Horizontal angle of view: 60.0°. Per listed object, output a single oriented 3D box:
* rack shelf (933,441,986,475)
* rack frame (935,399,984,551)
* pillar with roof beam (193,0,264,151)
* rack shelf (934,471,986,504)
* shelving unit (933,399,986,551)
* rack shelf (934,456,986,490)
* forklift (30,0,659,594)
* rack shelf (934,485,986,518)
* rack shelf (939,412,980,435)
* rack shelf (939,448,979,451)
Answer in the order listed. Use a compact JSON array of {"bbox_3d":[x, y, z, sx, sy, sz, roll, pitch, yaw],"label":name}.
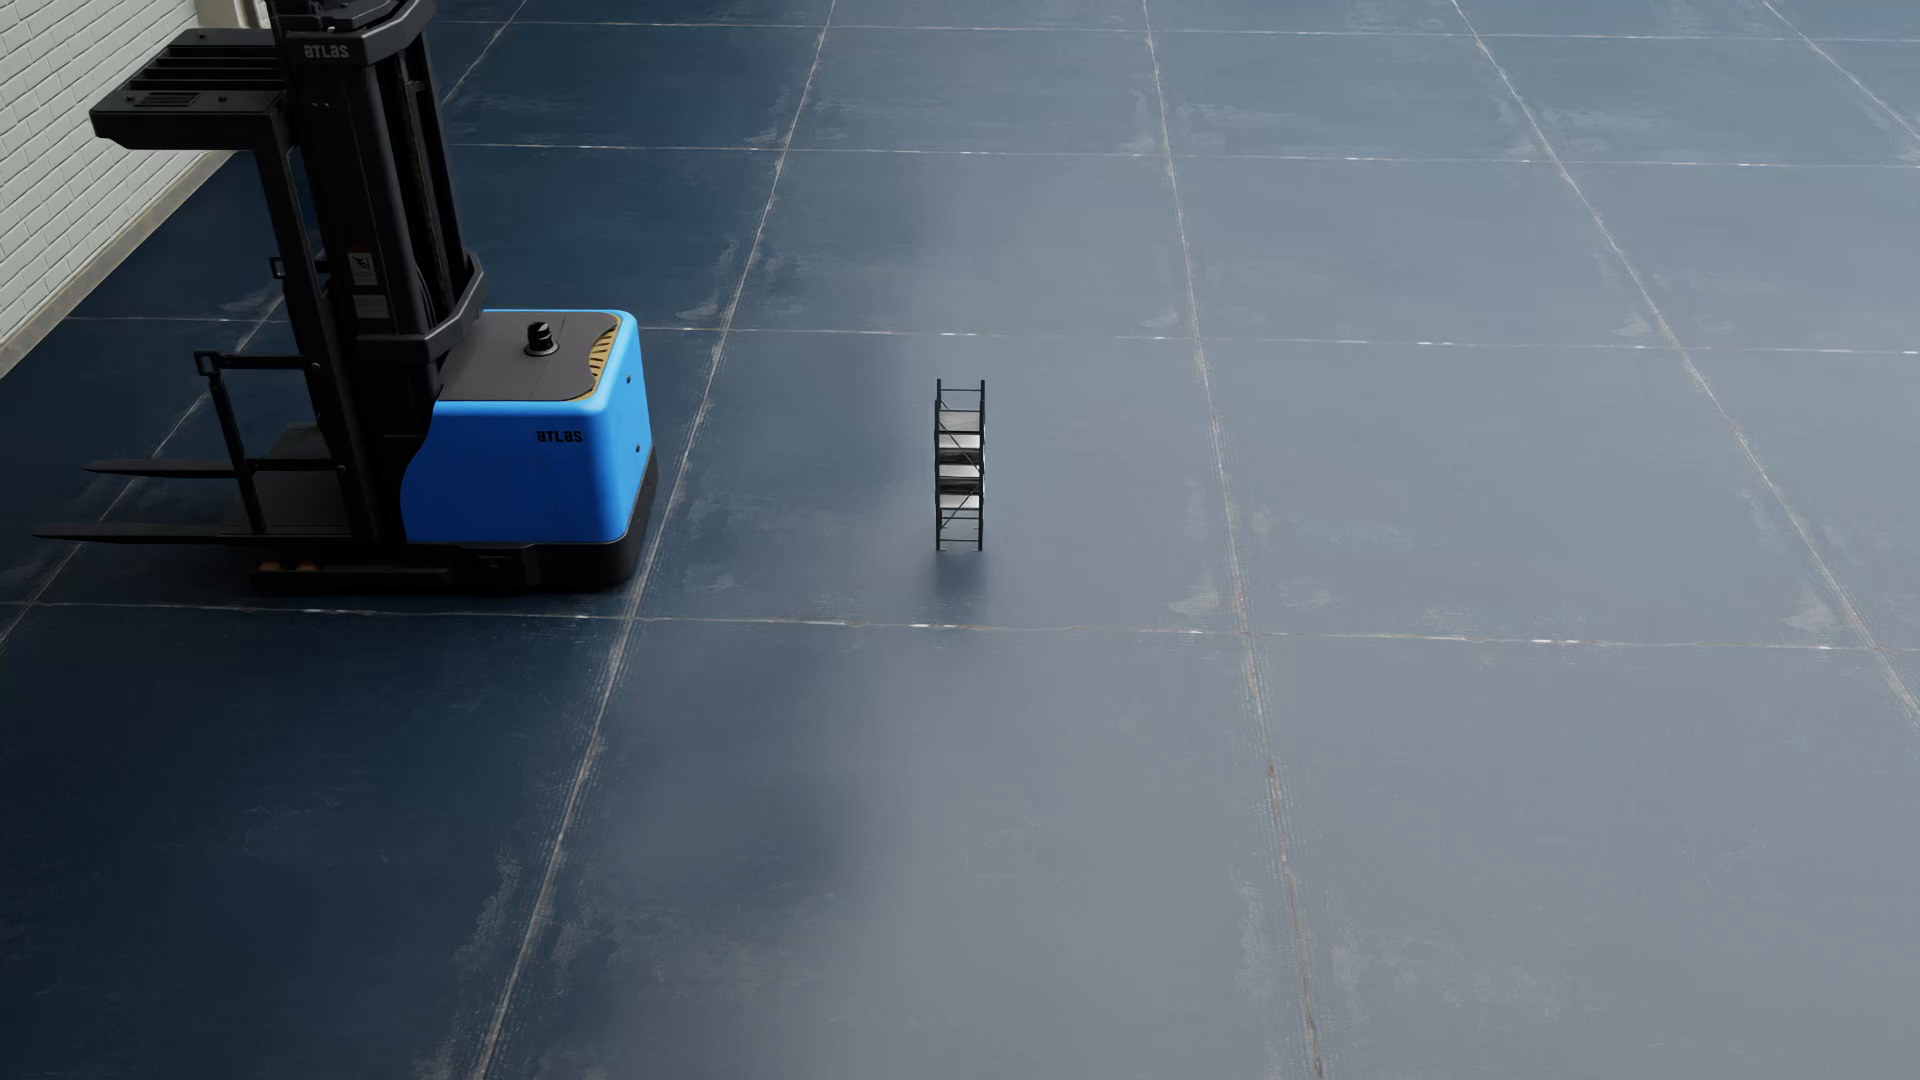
[{"bbox_3d":[0.000,-0.419,8.411,0.258,0.077,0.200,1,35,2],"label":"rack shelf"},{"bbox_3d":[-0.004,-0.314,8.360,0.240,0.900,0.006,1,35,2],"label":"rack frame"},{"bbox_3d":[-1.244,-6.743,10.464,9.100,9.000,0.400,1,35,2],"label":"pillar with roof beam"},{"bbox_3d":[0.000,-0.272,8.515,0.258,0.077,0.200,1,35,2],"label":"rack shelf"},{"bbox_3d":[0.000,-0.371,8.442,0.258,0.900,0.205,1,35,2],"label":"shelving unit"},{"bbox_3d":[0.000,-0.346,8.463,0.258,0.077,0.200,1,35,2],"label":"rack shelf"},{"bbox_3d":[-3.155,-1.206,7.918,3.031,2.867,1.129,0,35,0],"label":"forklift"},{"bbox_3d":[0.000,-0.198,8.566,0.258,0.077,0.200,1,35,2],"label":"rack shelf"},{"bbox_3d":[0.000,-0.583,8.296,0.221,0.026,0.190,1,35,2],"label":"rack shelf"},{"bbox_3d":[0.000,-0.505,8.351,0.199,0.015,0.184,1,35,2],"label":"rack shelf"}]
